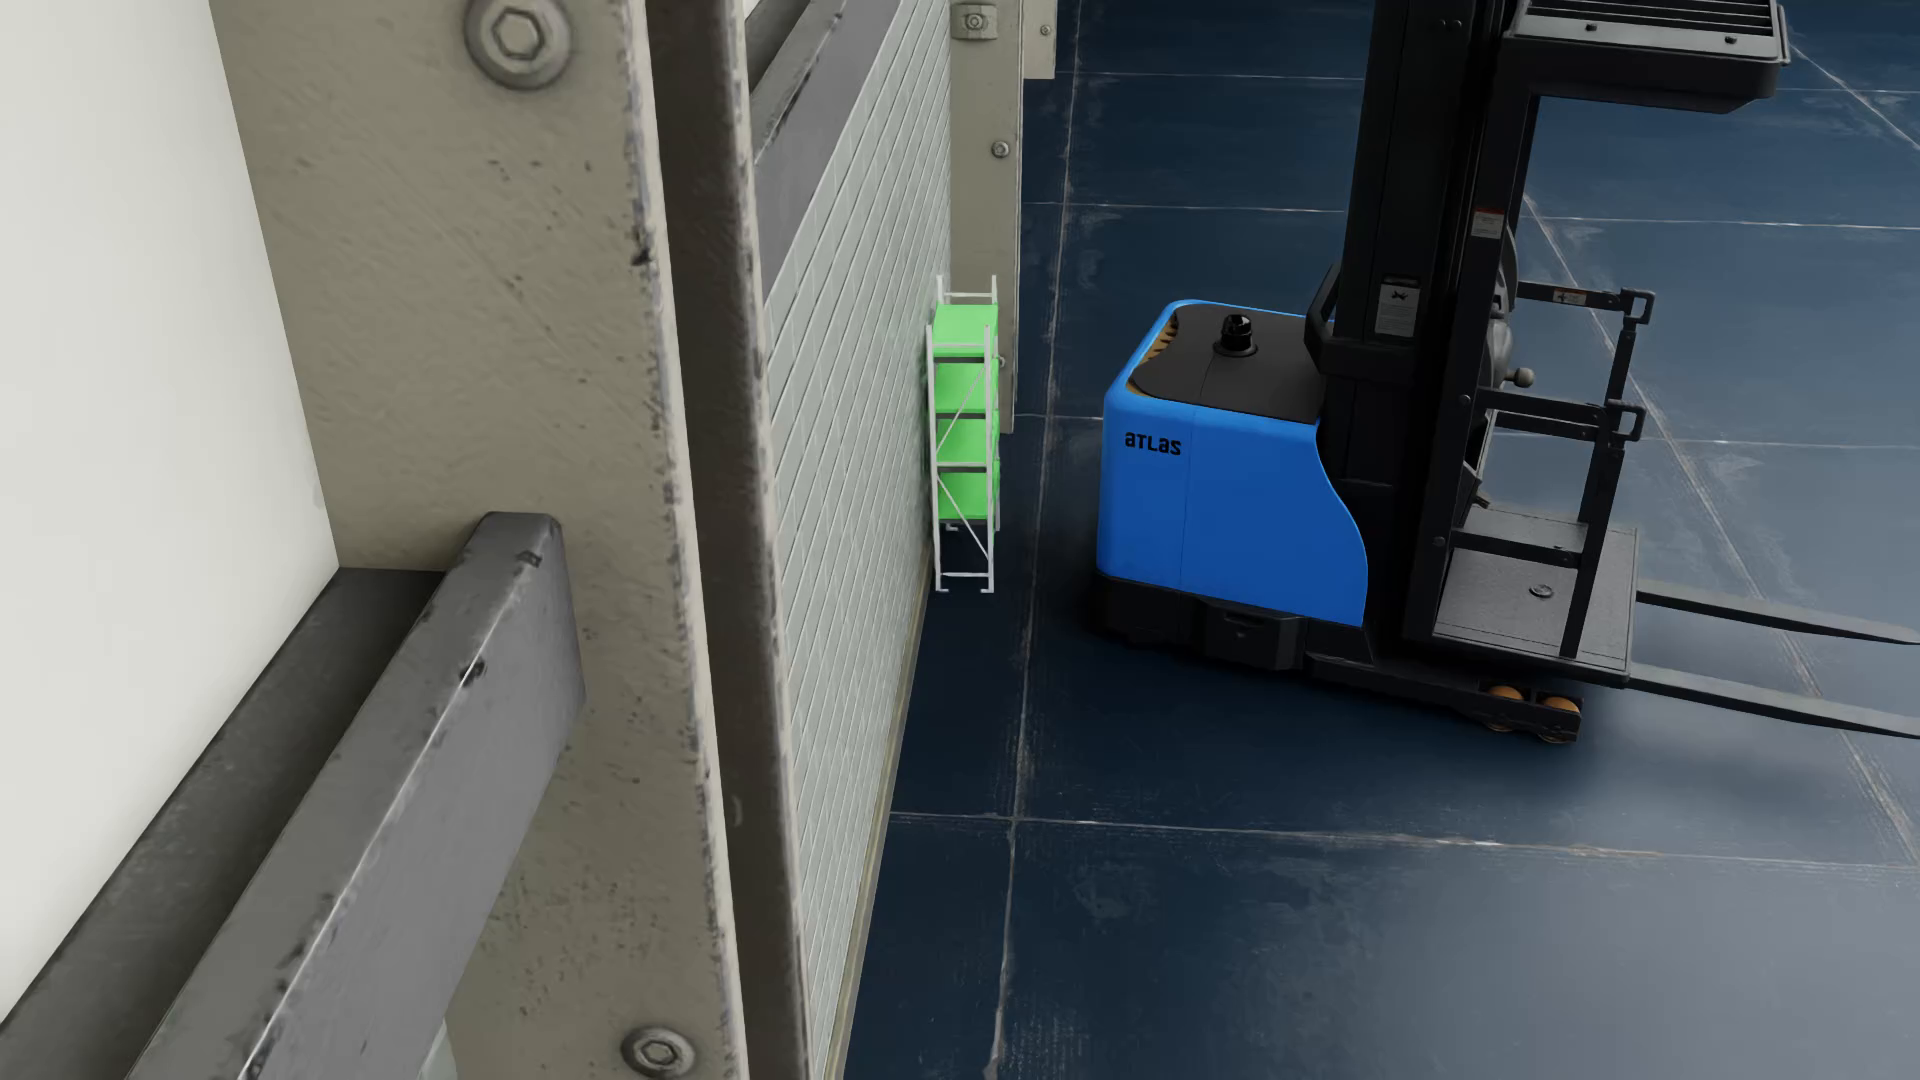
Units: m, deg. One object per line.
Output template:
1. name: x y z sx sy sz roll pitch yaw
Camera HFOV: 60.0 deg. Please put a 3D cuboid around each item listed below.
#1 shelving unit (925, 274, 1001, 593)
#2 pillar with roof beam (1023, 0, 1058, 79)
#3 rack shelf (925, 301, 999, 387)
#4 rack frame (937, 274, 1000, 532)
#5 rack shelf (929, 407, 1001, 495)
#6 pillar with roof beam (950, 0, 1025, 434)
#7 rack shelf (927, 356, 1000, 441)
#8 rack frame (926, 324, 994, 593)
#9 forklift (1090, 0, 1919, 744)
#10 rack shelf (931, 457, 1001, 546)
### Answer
1. shelving unit: 0.024 -0.426 6.792 0.258 1.200 0.503 1 32 4
2. pillar with roof beam: 4.898 -7.411 10.698 9.100 9.000 0.400 2 32 4
3. rack shelf: 0.014 -0.781 6.574 0.258 0.148 0.480 1 32 4
4. rack frame: 0.042 -0.554 6.999 0.240 1.200 0.015 1 32 4
5. rack shelf: 0.026 -0.372 6.825 0.258 0.148 0.480 1 32 4
6. pillar with roof beam: 4.409 -4.274 5.607 9.100 9.000 0.400 2 32 4
7. rack shelf: 0.020 -0.576 6.699 0.258 0.148 0.480 1 32 4
8. rack frame: 0.006 -0.298 6.584 0.240 1.200 0.015 1 32 4
9. forklift: 2.087 -0.824 5.793 3.031 2.935 1.130 11 33 18
10. rack shelf: 0.031 -0.167 6.950 0.258 0.148 0.480 1 32 4
